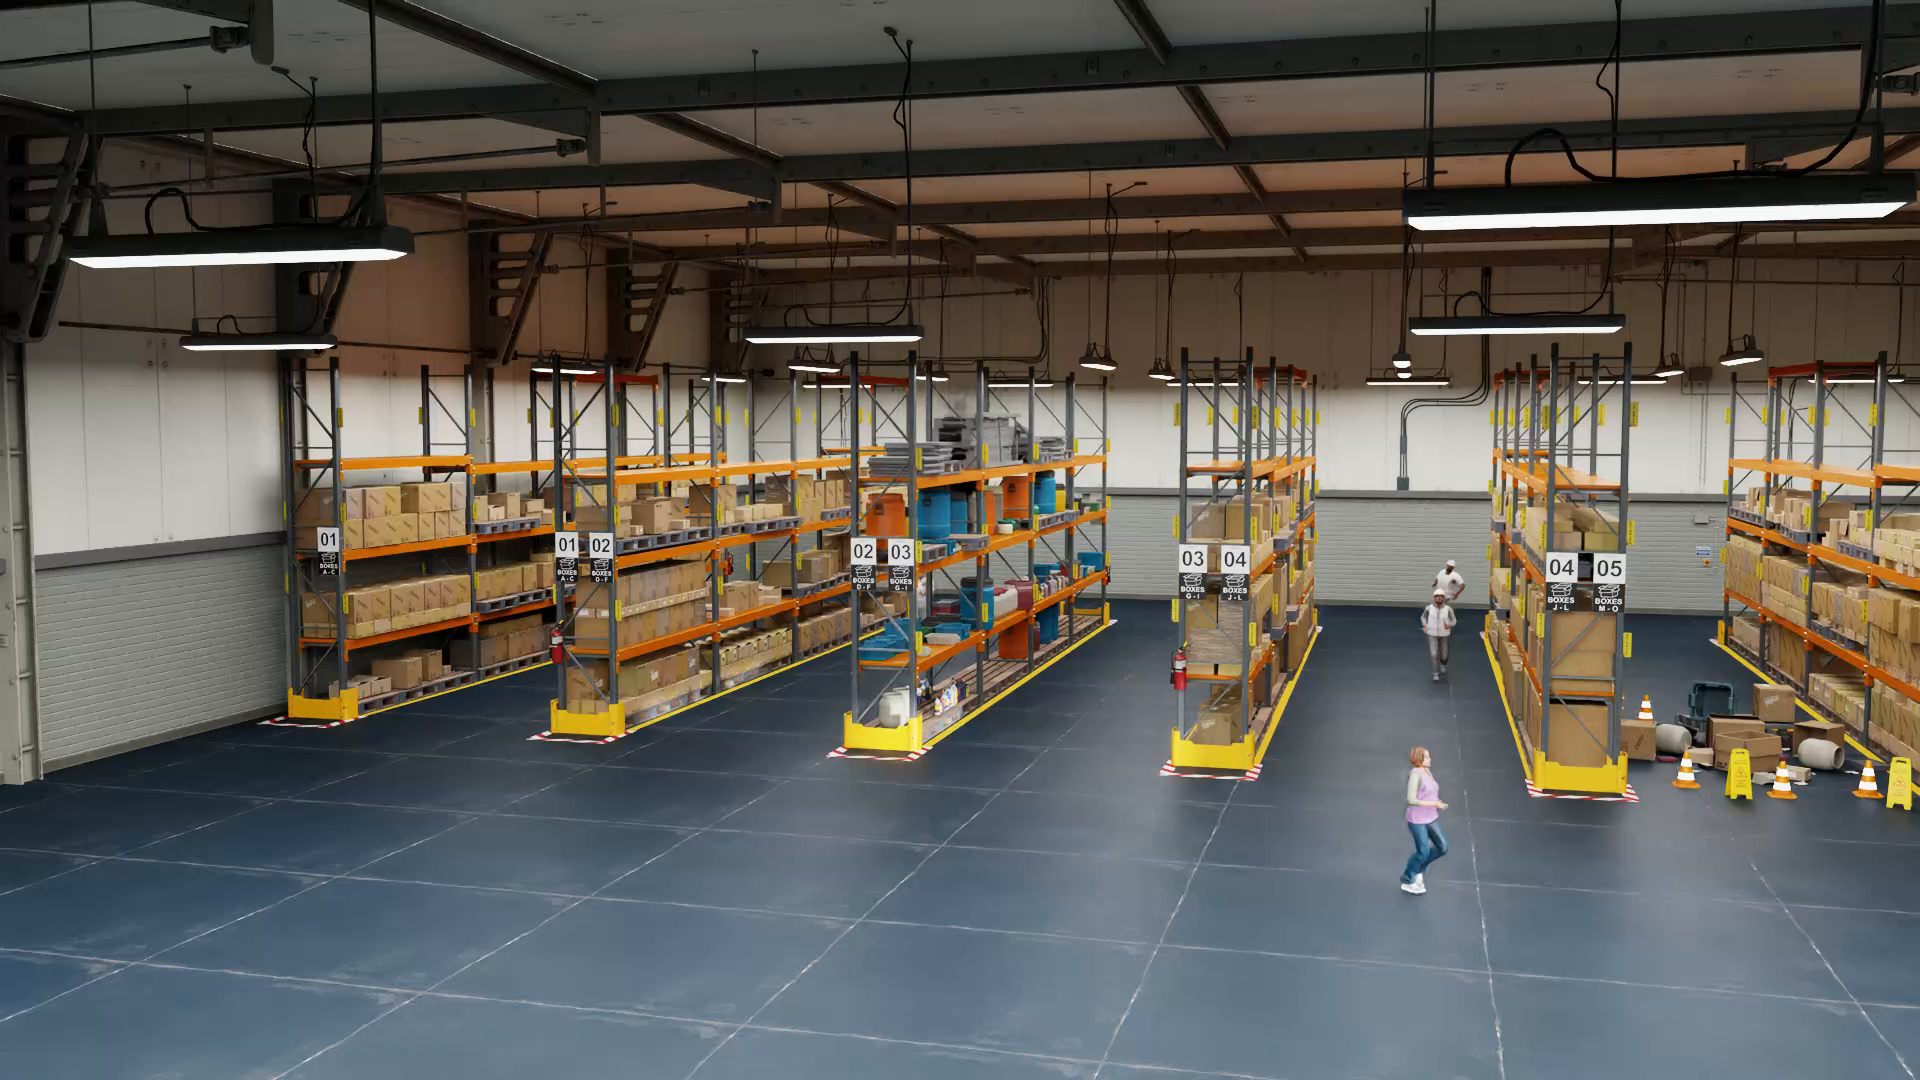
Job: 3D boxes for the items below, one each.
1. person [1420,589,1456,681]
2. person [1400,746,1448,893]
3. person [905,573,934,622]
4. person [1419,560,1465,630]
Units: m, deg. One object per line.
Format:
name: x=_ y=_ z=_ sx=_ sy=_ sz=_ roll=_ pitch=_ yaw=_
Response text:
person: x=9.131 y=1.805 z=31.765 sx=0.667 sy=1.736 sz=0.779 roll=1 pitch=4 yaw=17
person: x=4.880 y=2.934 z=17.381 sx=0.555 sy=1.559 sz=0.519 roll=4 pitch=6 yaw=42
person: x=-0.889 y=1.440 z=36.167 sx=0.663 sy=1.766 sz=0.991 roll=0 pitch=4 yaw=6
person: x=11.278 y=1.284 z=39.085 sx=0.956 sy=1.681 sz=0.856 roll=0 pitch=4 yaw=-1
